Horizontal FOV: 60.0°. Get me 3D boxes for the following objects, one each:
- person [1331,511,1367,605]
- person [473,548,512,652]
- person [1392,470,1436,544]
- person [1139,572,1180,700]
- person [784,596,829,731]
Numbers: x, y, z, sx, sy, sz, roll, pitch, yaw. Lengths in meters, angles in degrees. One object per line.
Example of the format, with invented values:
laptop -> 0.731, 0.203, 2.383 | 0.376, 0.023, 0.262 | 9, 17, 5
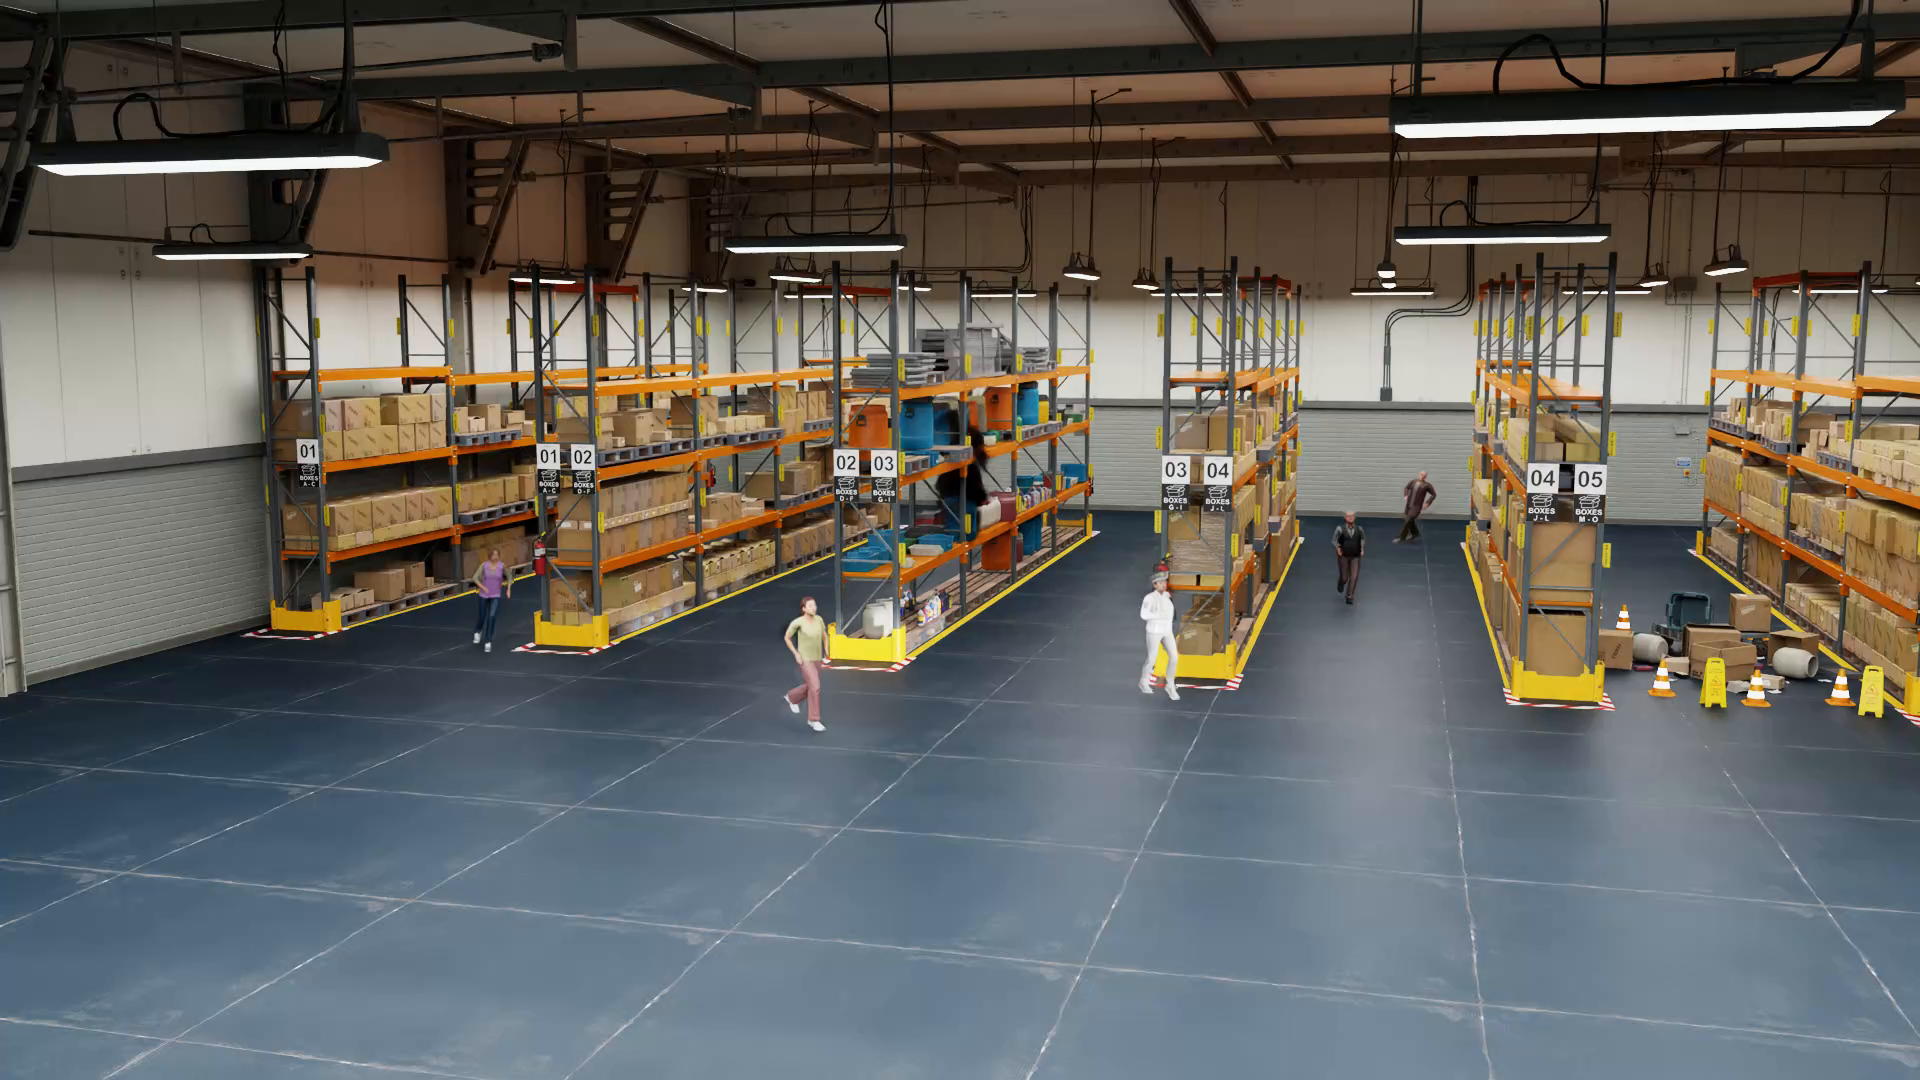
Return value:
person -> 7.124, 0.319, 30.414 | 0.661, 1.689, 0.778 | 0, 7, 3
person -> -7.339, 0.919, 26.115 | 0.615, 1.562, 0.800 | -2, 8, -18
person -> 10.546, -0.769, 38.726 | 0.953, 1.703, 0.790 | -4, 8, -26
person -> 2.708, 1.302, 22.650 | 0.614, 1.764, 0.647 | -4, 8, -30
person -> -1.958, 1.528, 21.039 | 0.582, 1.685, 0.795 | -7, 10, -43
